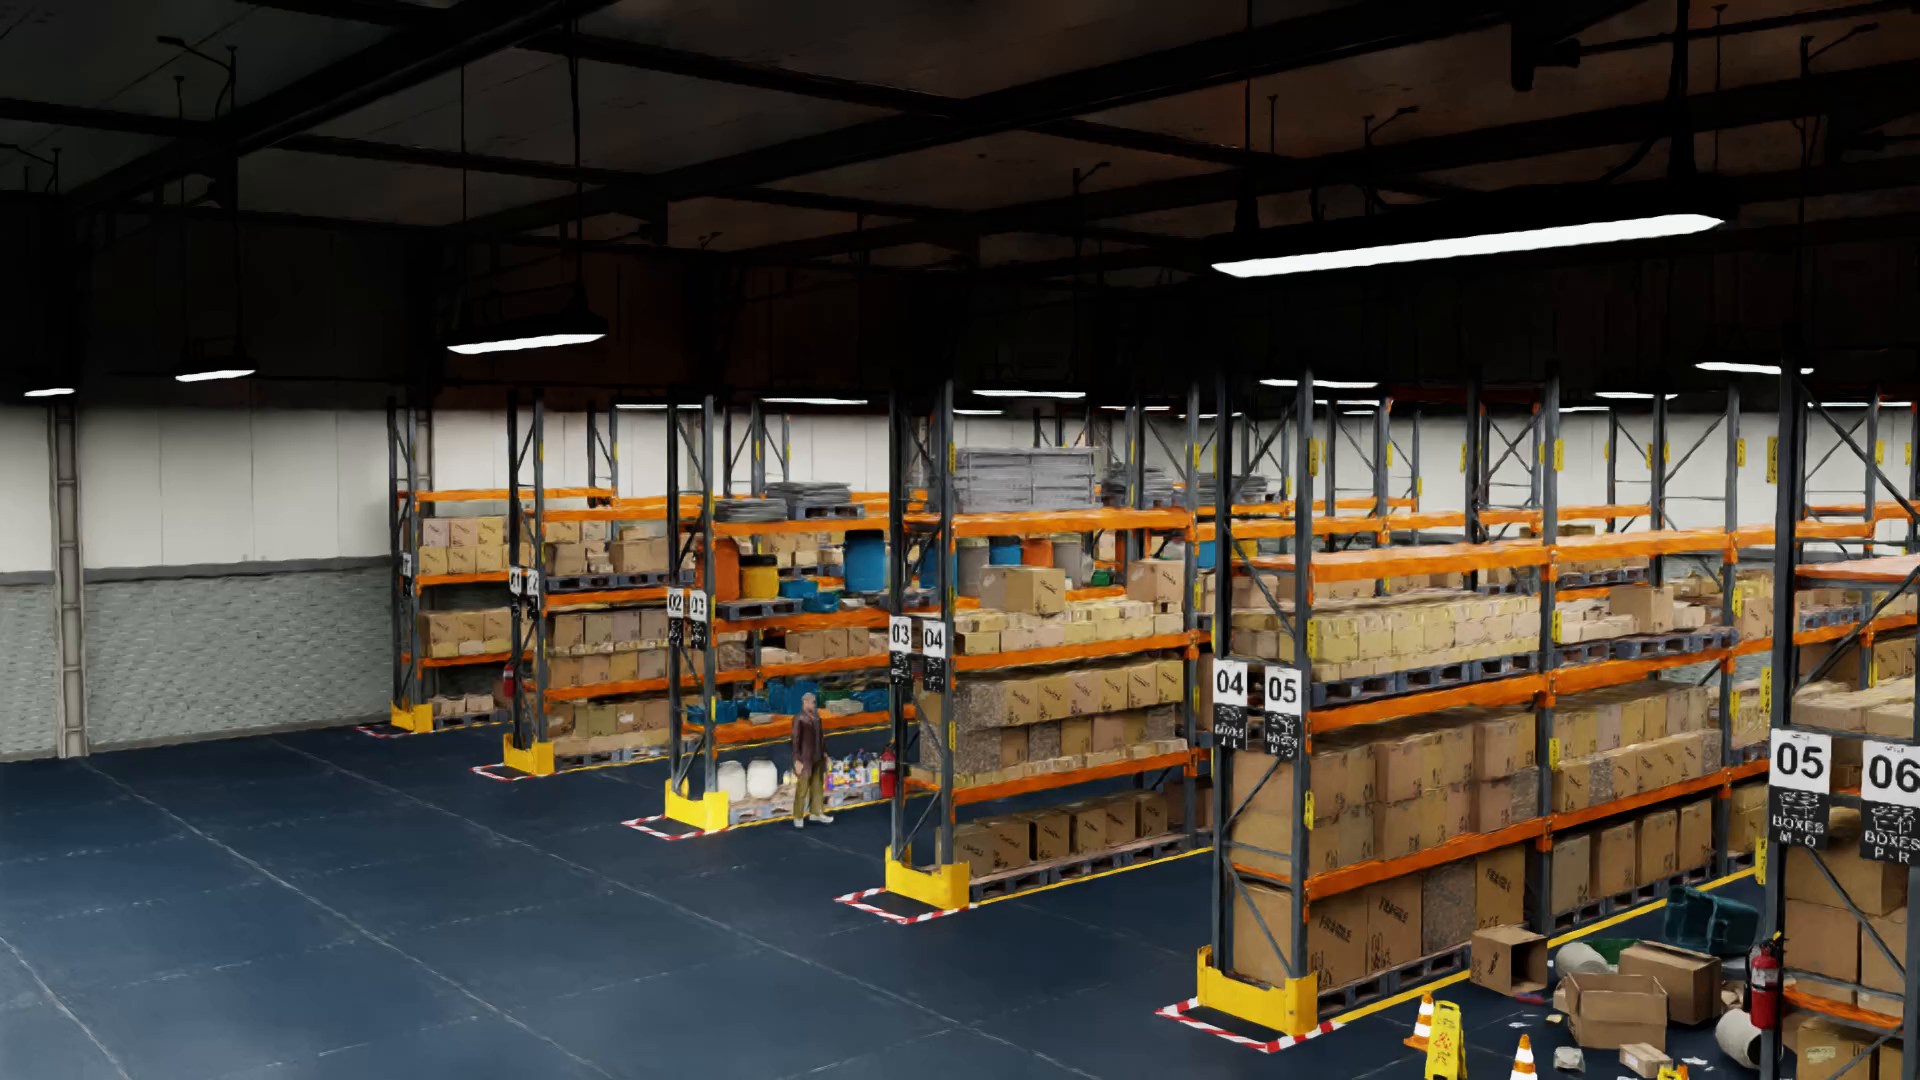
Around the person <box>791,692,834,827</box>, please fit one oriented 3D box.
[{"bbox_3d":[-2.003,2.942,22.429,0.442,1.784,0.686,2,4,34],"label":"person"}]
